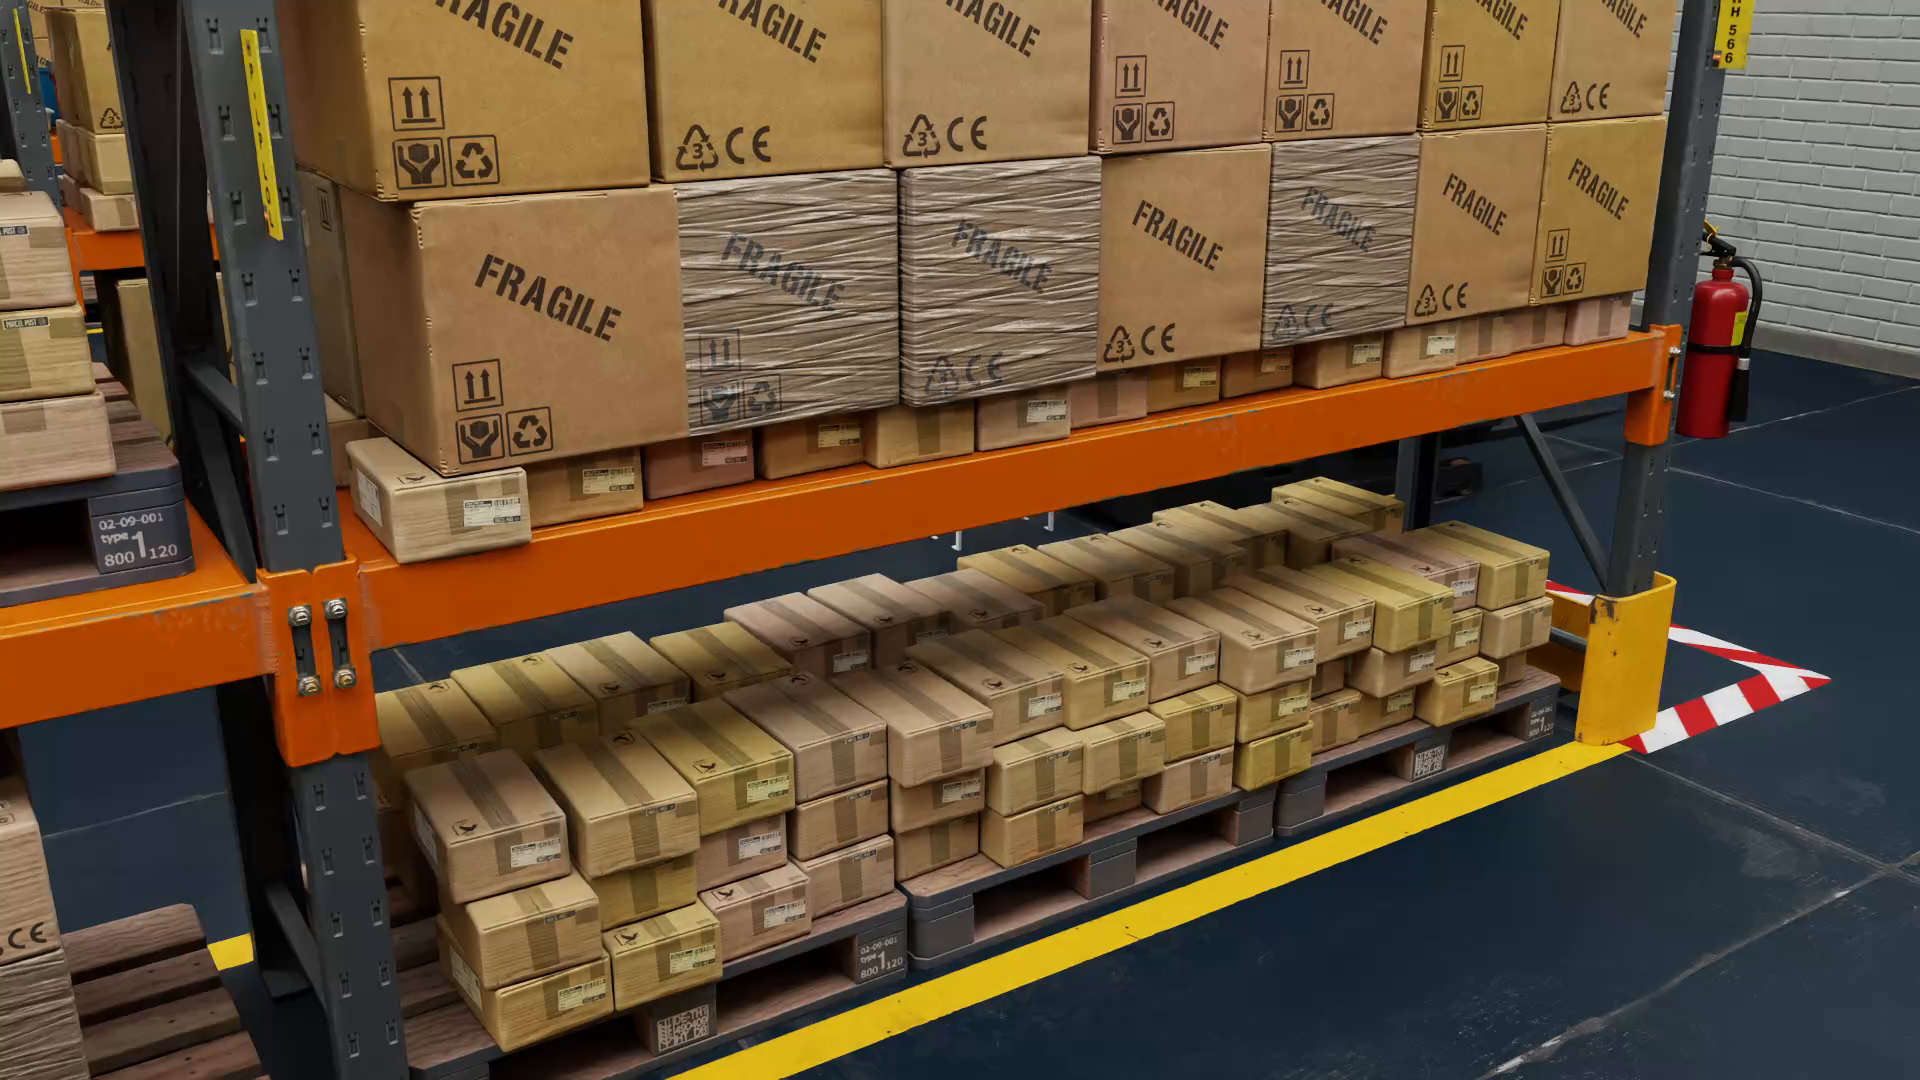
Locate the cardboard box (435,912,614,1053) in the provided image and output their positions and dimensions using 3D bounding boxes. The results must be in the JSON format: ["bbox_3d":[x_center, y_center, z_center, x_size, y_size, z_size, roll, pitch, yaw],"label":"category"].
[{"bbox_3d":[-0.953,0.923,3.628,0.250,0.149,0.380,-13,23,-34],"label":"cardboard box"}]

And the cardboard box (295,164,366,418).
[{"bbox_3d":[-1.185,-0.600,3.715,0.500,0.500,0.500,-12,22,-31],"label":"cardboard box"}]

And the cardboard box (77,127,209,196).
[{"bbox_3d":[-3.541,-1.678,7.294,0.500,0.250,0.500,-12,22,-32],"label":"cardboard box"}]

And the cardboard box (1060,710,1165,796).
[{"bbox_3d":[0.326,0.507,4.392,0.250,0.149,0.380,-12,22,-31],"label":"cardboard box"}]

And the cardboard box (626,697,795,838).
[{"bbox_3d":[-0.585,0.523,3.880,0.250,0.149,0.380,-12,22,-32],"label":"cardboard box"}]

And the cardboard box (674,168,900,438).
[{"bbox_3d":[-0.472,-0.548,3.562,0.500,0.500,0.500,-12,22,-31],"label":"cardboard box"}]

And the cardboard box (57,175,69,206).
[{"bbox_3d":[-8.576,-3.489,16.392,0.500,0.311,0.500,-12,22,-31],"label":"cardboard box"}]

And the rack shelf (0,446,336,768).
[{"bbox_3d":[-3.104,0.442,2.376,4.000,0.370,1.077,-12,22,-31],"label":"rack shelf"}]

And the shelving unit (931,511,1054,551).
[{"bbox_3d":[0.138,-0.598,7.139,0.503,1.200,0.258,-12,22,-31],"label":"shelving unit"}]

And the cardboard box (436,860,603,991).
[{"bbox_3d":[-0.955,0.782,3.580,0.250,0.149,0.380,-11,21,-29],"label":"cardboard box"}]

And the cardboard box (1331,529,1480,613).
[{"bbox_3d":[1.363,0.104,5.119,0.250,0.149,0.380,-11,22,-30],"label":"cardboard box"}]

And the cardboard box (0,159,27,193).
[{"bbox_3d":[-2.016,-0.666,3.339,0.250,0.149,0.380,-11,21,-29],"label":"cardboard box"}]

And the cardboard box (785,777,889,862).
[{"bbox_3d":[-0.382,0.614,4.077,0.250,0.149,0.380,-13,23,-34],"label":"cardboard box"}]

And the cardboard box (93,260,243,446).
[{"bbox_3d":[-3.482,-0.883,7.834,0.875,0.875,0.875,-12,22,-31],"label":"cardboard box"}]

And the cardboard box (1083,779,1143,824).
[{"bbox_3d":[0.286,0.616,4.533,0.250,0.149,0.380,-11,22,-30],"label":"cardboard box"}]

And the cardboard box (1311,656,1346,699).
[{"bbox_3d":[0.909,0.336,4.897,0.250,0.149,0.380,-12,22,-32],"label":"cardboard box"}]

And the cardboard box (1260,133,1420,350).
[{"bbox_3d":[0.822,-0.814,4.350,0.500,0.500,0.500,-12,22,-31],"label":"cardboard box"}]

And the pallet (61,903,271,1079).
[{"bbox_3d":[-2.083,1.208,3.343,1.213,0.211,1.003,-12,22,-31],"label":"pallet"}]

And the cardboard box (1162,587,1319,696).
[{"bbox_3d":[0.772,0.275,4.615,0.250,0.149,0.380,-11,22,-29],"label":"cardboard box"}]

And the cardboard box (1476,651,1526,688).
[{"bbox_3d":[1.582,0.345,5.337,0.250,0.149,0.380,-11,22,-30],"label":"cardboard box"}]

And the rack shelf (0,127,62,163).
[{"bbox_3d":[-5.131,-2.932,12.356,4.000,0.370,1.077,-12,22,-31],"label":"rack shelf"}]

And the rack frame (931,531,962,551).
[{"bbox_3d":[-0.066,-0.555,7.012,0.015,1.200,0.240,-12,22,-31],"label":"rack frame"}]

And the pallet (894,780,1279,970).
[{"bbox_3d":[0.128,0.726,4.767,1.213,0.211,1.003,-12,22,-31],"label":"pallet"}]

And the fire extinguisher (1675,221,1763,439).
[{"bbox_3d":[2.371,-0.663,5.225,0.183,0.674,0.296,-12,22,-31],"label":"fire extinguisher"}]

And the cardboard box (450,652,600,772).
[{"bbox_3d":[-1.088,0.431,4.153,0.250,0.149,0.380,-12,22,-31],"label":"cardboard box"}]

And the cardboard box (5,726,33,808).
[{"bbox_3d":[-2.196,0.439,3.340,0.500,0.250,0.500,-13,23,-34],"label":"cardboard box"}]

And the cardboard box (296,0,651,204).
[{"bbox_3d":[-0.923,-0.927,3.122,0.500,0.500,0.500,-11,22,-30],"label":"cardboard box"}]

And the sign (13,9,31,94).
[{"bbox_3d":[-3.770,-1.963,6.683,0.005,0.325,0.100,-12,22,-31],"label":"sign"}]

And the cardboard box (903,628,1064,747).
[{"bbox_3d":[0.060,0.378,4.309,0.250,0.149,0.380,-13,23,-34],"label":"cardboard box"}]

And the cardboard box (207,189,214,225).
[{"bbox_3d":[-3.428,-1.486,7.348,0.250,0.149,0.380,-13,22,-33],"label":"cardboard box"}]

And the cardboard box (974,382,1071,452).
[{"bbox_3d":[0.056,-0.339,3.957,0.250,0.149,0.380,-11,21,-29],"label":"cardboard box"}]

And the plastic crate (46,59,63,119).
[{"bbox_3d":[-5.917,-3.069,11.446,0.583,0.464,0.402,-12,22,-31],"label":"plastic crate"}]

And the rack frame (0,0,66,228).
[{"bbox_3d":[-4.077,-1.595,7.280,0.127,3.000,1.000,-12,22,-31],"label":"rack frame"}]

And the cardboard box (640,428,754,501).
[{"bbox_3d":[-0.648,-0.221,3.606,0.250,0.149,0.380,-13,23,-34],"label":"cardboard box"}]

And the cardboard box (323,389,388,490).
[{"bbox_3d":[-1.324,-0.245,3.677,0.250,0.149,0.380,-12,22,-32],"label":"cardboard box"}]

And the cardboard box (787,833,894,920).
[{"bbox_3d":[-0.367,0.760,4.109,0.250,0.149,0.380,-12,22,-33],"label":"cardboard box"}]

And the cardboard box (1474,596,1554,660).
[{"bbox_3d":[1.623,0.225,5.228,0.250,0.149,0.380,-13,22,-33],"label":"cardboard box"}]

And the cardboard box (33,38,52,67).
[{"bbox_3d":[-8.521,-4.401,15.423,0.500,0.500,0.500,-11,22,-30],"label":"cardboard box"}]

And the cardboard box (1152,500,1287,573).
[{"bbox_3d":[0.838,0.007,5.408,0.250,0.149,0.380,-12,22,-32],"label":"cardboard box"}]

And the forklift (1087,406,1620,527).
[{"bbox_3d":[1.895,-1.712,7.732,3.031,2.935,1.130,-10,21,-26],"label":"forklift"}]

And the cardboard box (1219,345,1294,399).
[{"bbox_3d":[0.666,-0.500,4.432,0.250,0.149,0.380,-13,23,-34],"label":"cardboard box"}]

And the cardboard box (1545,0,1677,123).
[{"bbox_3d":[1.662,-1.470,4.728,0.500,0.500,0.500,-12,22,-32],"label":"cardboard box"}]

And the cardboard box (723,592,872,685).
[{"bbox_3d":[-0.449,0.288,4.576,0.250,0.149,0.380,-13,23,-34],"label":"cardboard box"}]

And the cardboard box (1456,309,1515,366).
[{"bbox_3d":[1.361,-0.621,4.791,0.250,0.149,0.380,-12,22,-32],"label":"cardboard box"}]

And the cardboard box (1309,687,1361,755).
[{"bbox_3d":[0.956,0.488,4.915,0.250,0.149,0.380,-12,22,-31],"label":"cardboard box"}]

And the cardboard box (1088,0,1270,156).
[{"bbox_3d":[0.369,-1.193,3.908,0.500,0.500,0.500,-13,23,-33],"label":"cardboard box"}]

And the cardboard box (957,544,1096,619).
[{"bbox_3d":[0.194,0.153,4.976,0.250,0.149,0.380,-12,22,-31],"label":"cardboard box"}]
